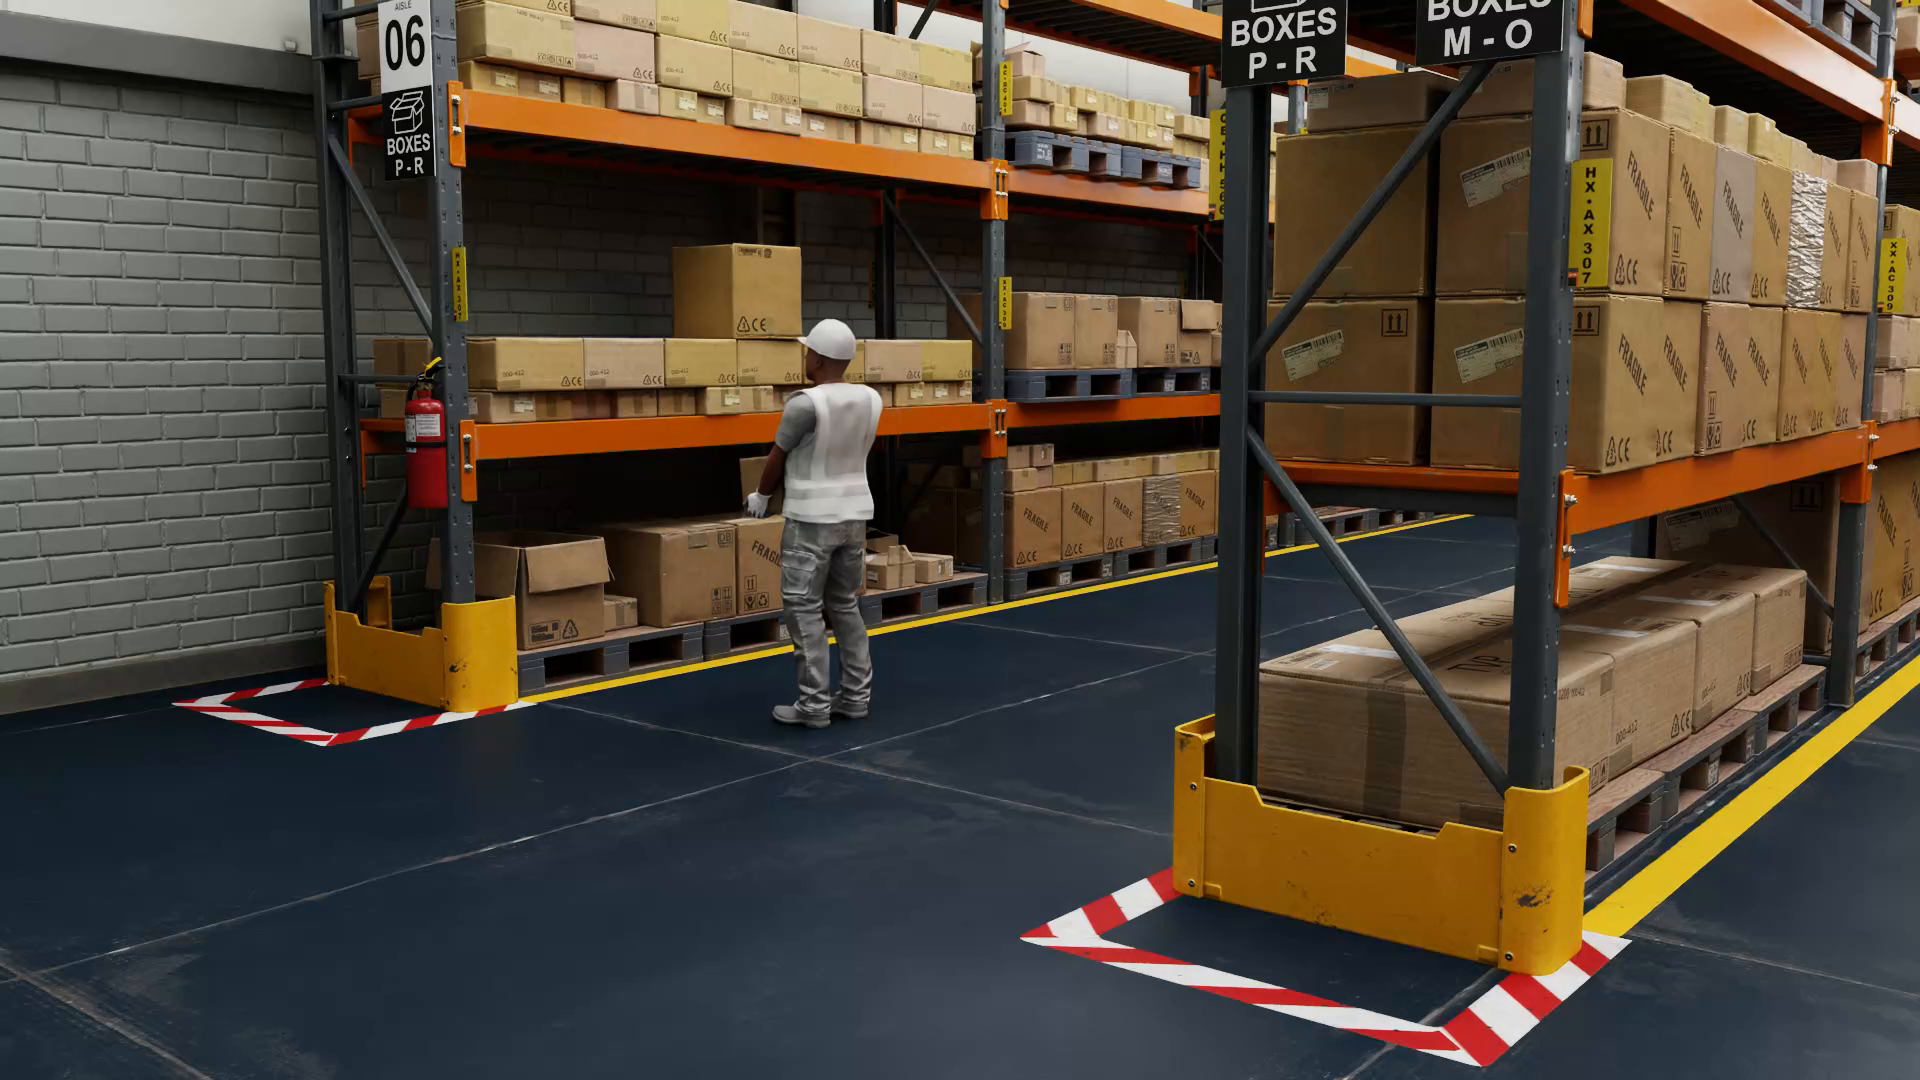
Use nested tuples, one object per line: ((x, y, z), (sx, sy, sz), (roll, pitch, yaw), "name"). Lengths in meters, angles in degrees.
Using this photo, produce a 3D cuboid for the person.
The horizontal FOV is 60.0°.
((-0.674, -0.083, 7.380), (0.575, 1.778, 0.487), (5, 8, 39), "person")
